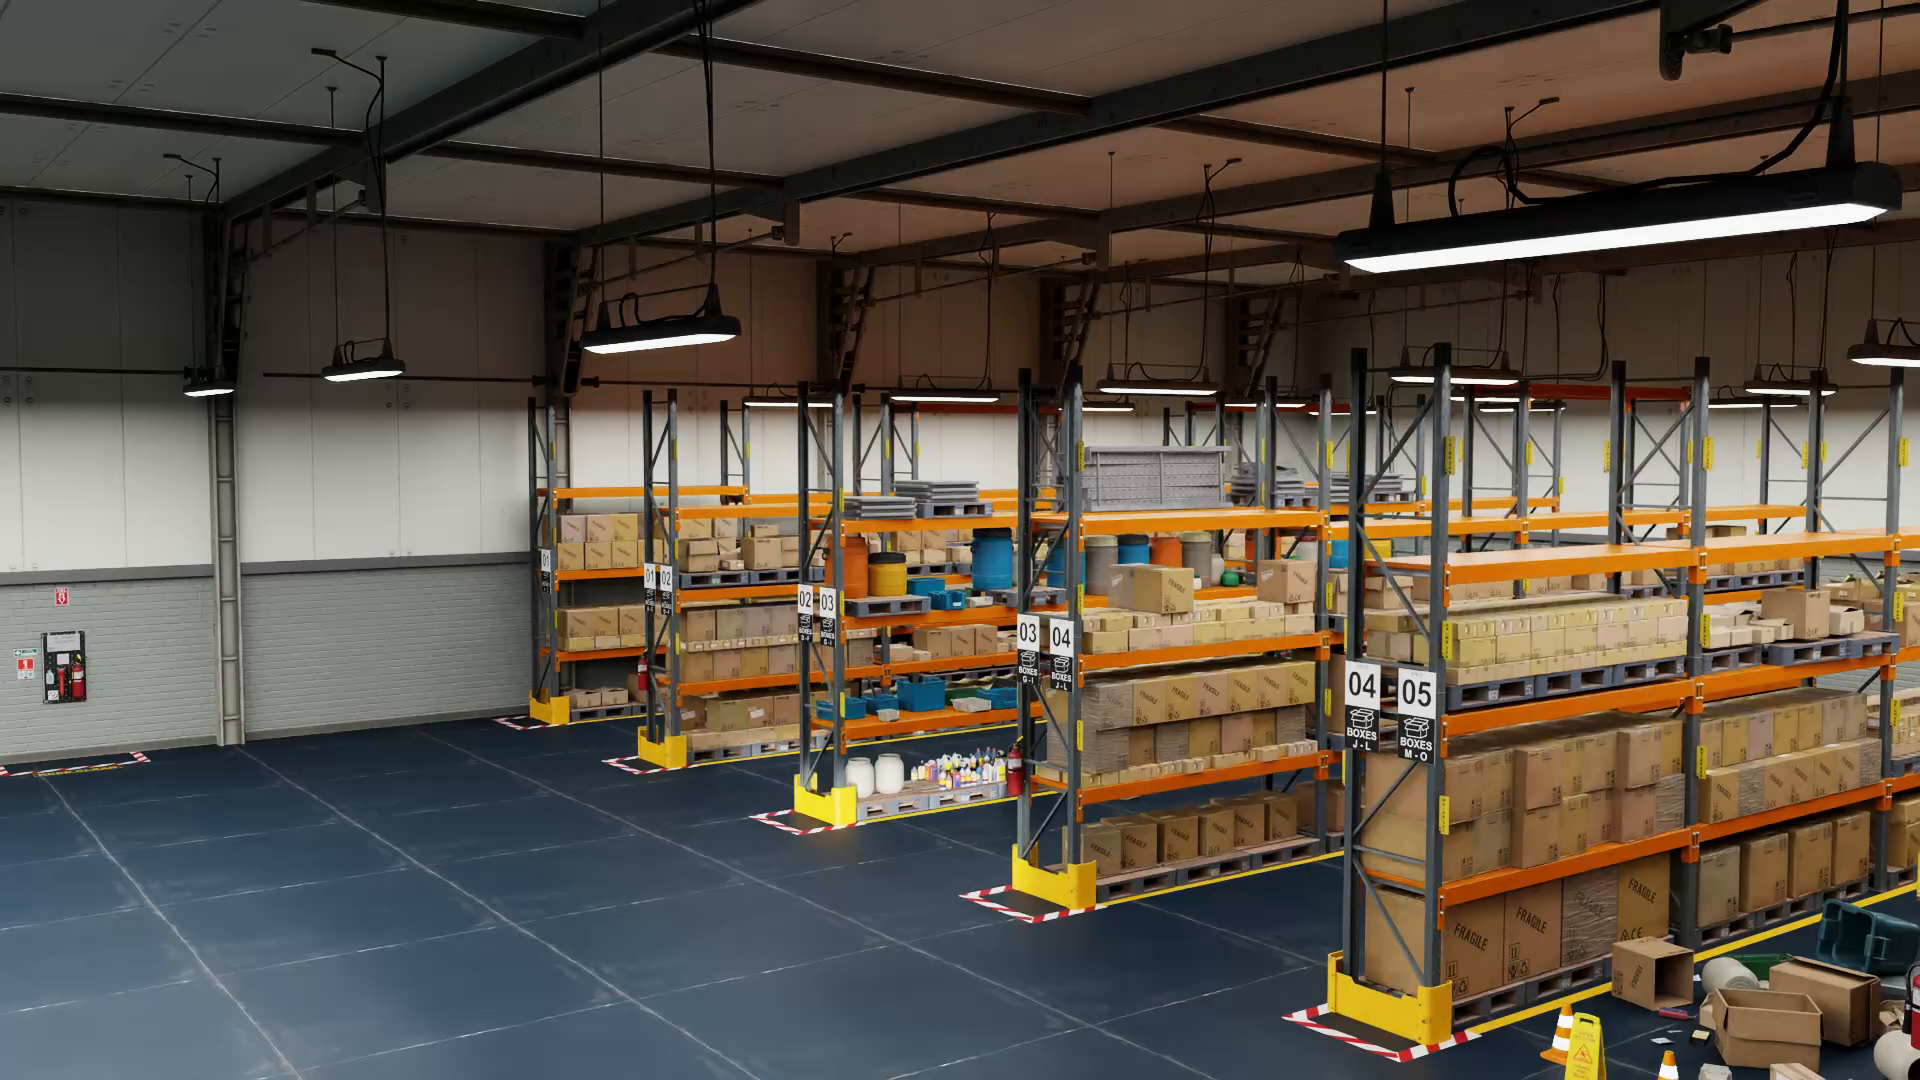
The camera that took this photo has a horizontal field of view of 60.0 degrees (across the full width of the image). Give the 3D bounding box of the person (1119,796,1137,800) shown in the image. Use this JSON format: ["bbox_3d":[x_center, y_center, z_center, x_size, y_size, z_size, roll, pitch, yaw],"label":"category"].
[{"bbox_3d":[2.465,2.912,24.162,0.382,1.655,0.543,1,3,14],"label":"person"}]
